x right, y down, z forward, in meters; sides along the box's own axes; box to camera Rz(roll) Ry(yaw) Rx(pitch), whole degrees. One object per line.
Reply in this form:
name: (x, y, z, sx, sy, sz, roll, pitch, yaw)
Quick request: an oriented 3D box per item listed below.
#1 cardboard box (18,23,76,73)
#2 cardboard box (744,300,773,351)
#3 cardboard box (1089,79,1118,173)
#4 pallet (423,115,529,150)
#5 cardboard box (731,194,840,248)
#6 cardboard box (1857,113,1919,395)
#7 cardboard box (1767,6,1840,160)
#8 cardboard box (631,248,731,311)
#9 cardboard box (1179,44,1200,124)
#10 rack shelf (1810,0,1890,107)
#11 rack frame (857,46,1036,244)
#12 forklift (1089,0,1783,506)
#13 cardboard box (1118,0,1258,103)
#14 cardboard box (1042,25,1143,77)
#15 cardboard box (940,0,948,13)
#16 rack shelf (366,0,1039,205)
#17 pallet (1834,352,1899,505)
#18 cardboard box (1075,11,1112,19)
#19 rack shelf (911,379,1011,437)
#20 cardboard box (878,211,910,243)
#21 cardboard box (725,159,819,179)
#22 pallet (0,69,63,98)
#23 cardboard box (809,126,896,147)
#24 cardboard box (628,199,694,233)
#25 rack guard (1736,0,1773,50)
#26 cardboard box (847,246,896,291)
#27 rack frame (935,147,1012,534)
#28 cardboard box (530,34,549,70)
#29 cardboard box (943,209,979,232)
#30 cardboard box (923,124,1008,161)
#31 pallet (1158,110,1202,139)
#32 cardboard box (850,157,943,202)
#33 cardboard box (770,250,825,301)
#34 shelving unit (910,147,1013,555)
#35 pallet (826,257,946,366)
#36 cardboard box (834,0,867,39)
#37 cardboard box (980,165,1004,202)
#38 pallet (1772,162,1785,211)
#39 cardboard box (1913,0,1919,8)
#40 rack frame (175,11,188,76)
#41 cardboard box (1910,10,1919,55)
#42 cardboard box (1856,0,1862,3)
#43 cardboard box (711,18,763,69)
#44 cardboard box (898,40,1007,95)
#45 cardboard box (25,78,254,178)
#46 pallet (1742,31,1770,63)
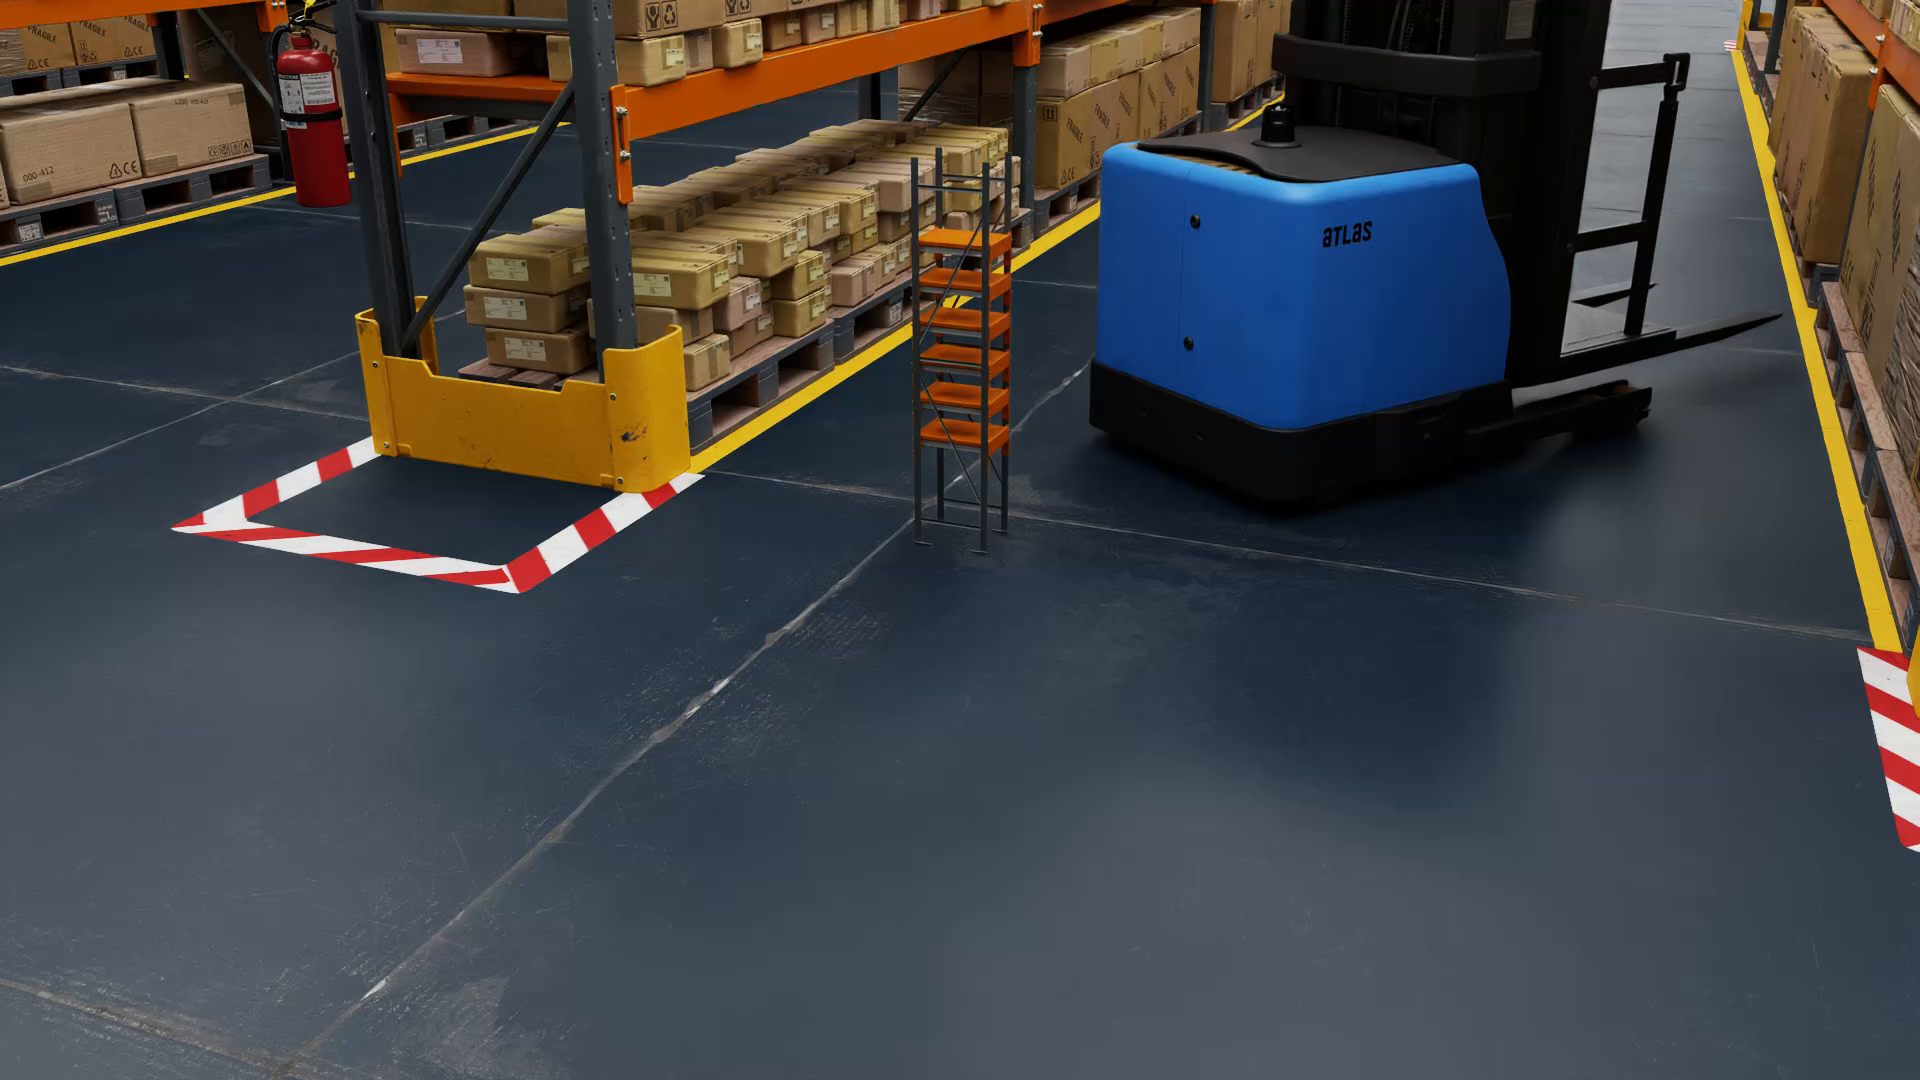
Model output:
cardboard box: (-8.182, -4.389, 14.563, 0.500, 0.500, 0.500, 10, 25, 22)
cardboard box: (-0.966, -0.866, 6.586, 0.380, 0.149, 0.250, 9, 24, 21)
cardboard box: (0.636, -2.539, 10.135, 0.500, 0.500, 0.500, 10, 25, 22)
pallet: (-4.045, -3.193, 12.621, 1.003, 0.211, 1.213, 9, 24, 20)
cardboard box: (-0.725, -1.329, 6.922, 0.380, 0.149, 0.250, 10, 25, 22)
cardboard box: (3.834, -1.003, 5.971, 0.875, 0.875, 0.875, 9, 24, 20)
cardboard box: (5.698, -2.737, 10.123, 1.225, 0.875, 0.875, 8, 24, 18)
cardboard box: (-1.055, -0.943, 5.997, 0.380, 0.149, 0.250, 8, 24, 18)
cardboard box: (1.405, -3.281, 11.912, 0.500, 0.500, 0.500, 9, 24, 20)
rack shelf: (5.231, -2.720, 8.803, 1.077, 0.370, 4.000, 9, 24, 20)
rack frame: (-0.079, -3.083, 8.738, 1.000, 3.000, 0.127, 9, 24, 20)
forklift: (1.987, -1.881, 5.950, 3.031, 2.935, 1.130, -14, 27, -30)
cardboard box: (1.716, -3.875, 13.008, 1.050, 0.750, 0.750, 8, 24, 19)
cardboard box: (0.829, -3.068, 10.429, 0.500, 0.250, 0.500, 10, 25, 22)
cardboard box: (-0.277, -2.554, 7.798, 0.380, 0.149, 0.250, 8, 24, 19)
rack shelf: (-0.822, -2.035, 7.163, 1.077, 0.370, 4.000, 9, 24, 20)
pallet: (3.681, -0.351, 5.815, 1.003, 0.211, 1.213, 9, 24, 20)
cardboard box: (0.737, -3.507, 11.479, 0.500, 0.250, 0.500, 8, 24, 19)
rack shelf: (0.005, -0.407, 5.095, 0.258, 0.103, 0.180, 9, 24, 20)
cardboard box: (-0.452, -1.480, 7.670, 0.380, 0.149, 0.250, 8, 24, 18)
cardboard box: (-0.876, -1.669, 7.735, 0.380, 0.149, 0.250, 8, 24, 18)
pallet: (-8.604, -3.912, 14.342, 1.003, 0.211, 1.213, 9, 24, 20)
cardboard box: (-0.557, -2.052, 8.652, 0.380, 0.149, 0.250, 10, 25, 23)
cardboard box: (-1.324, -1.306, 6.866, 0.380, 0.149, 0.250, 8, 24, 18)
rack guard: (8.917, -5.450, 17.649, 1.175, 0.500, 0.348, 9, 24, 20)
cardboard box: (-0.511, -1.227, 7.449, 0.380, 0.149, 0.250, 9, 24, 20)
rack frame: (0.039, -0.592, 5.110, 0.240, 1.200, 0.006, 9, 24, 20)
cardboard box: (-1.579, -1.776, 5.936, 0.380, 0.149, 0.250, 9, 24, 20)
cardboard box: (-0.121, -1.587, 8.311, 0.380, 0.149, 0.250, 8, 24, 18)
cardboard box: (0.030, -2.071, 8.698, 0.380, 0.149, 0.250, 9, 24, 22)
pallet: (1.115, -2.948, 12.033, 1.003, 0.211, 1.213, 9, 24, 20)
cardboard box: (-0.298, -1.692, 7.790, 0.380, 0.149, 0.250, 8, 24, 17)
cardboard box: (-0.773, -1.084, 6.721, 0.380, 0.149, 0.250, 10, 25, 22)
shelving unit: (0.005, -0.559, 5.031, 0.258, 1.200, 0.189, 9, 24, 20)
pallet: (-0.748, -1.112, 7.639, 1.003, 0.211, 1.213, 9, 24, 20)
cardboard box: (-0.608, -2.170, 6.879, 0.380, 0.149, 0.250, 10, 25, 22)
cardboard box: (0.010, -1.841, 8.534, 0.380, 0.149, 0.250, 8, 24, 18)
pallet: (5.611, -2.210, 10.266, 1.003, 0.211, 1.213, 9, 24, 20)
cardboard box: (3.881, -2.096, 6.186, 0.500, 0.250, 0.500, 9, 24, 20)
rack frame: (-7.837, -5.896, 15.473, 1.000, 3.000, 0.127, 9, 24, 20)
cardboard box: (3.778, -1.879, 6.184, 0.380, 0.149, 0.250, 8, 24, 19)
cardboard box: (4.786, -2.953, 8.298, 0.500, 0.500, 0.500, 8, 24, 19)
cardboard box: (-0.935, -1.790, 5.969, 0.380, 0.149, 0.250, 8, 24, 19)
cardboard box: (-0.038, -2.772, 9.719, 0.500, 0.250, 0.500, 8, 24, 19)
cardboard box: (-5.046, -2.557, 10.260, 0.875, 0.438, 0.875, 8, 24, 19)
pallet: (8.583, -5.031, 17.020, 1.003, 0.211, 1.213, 9, 24, 20)
